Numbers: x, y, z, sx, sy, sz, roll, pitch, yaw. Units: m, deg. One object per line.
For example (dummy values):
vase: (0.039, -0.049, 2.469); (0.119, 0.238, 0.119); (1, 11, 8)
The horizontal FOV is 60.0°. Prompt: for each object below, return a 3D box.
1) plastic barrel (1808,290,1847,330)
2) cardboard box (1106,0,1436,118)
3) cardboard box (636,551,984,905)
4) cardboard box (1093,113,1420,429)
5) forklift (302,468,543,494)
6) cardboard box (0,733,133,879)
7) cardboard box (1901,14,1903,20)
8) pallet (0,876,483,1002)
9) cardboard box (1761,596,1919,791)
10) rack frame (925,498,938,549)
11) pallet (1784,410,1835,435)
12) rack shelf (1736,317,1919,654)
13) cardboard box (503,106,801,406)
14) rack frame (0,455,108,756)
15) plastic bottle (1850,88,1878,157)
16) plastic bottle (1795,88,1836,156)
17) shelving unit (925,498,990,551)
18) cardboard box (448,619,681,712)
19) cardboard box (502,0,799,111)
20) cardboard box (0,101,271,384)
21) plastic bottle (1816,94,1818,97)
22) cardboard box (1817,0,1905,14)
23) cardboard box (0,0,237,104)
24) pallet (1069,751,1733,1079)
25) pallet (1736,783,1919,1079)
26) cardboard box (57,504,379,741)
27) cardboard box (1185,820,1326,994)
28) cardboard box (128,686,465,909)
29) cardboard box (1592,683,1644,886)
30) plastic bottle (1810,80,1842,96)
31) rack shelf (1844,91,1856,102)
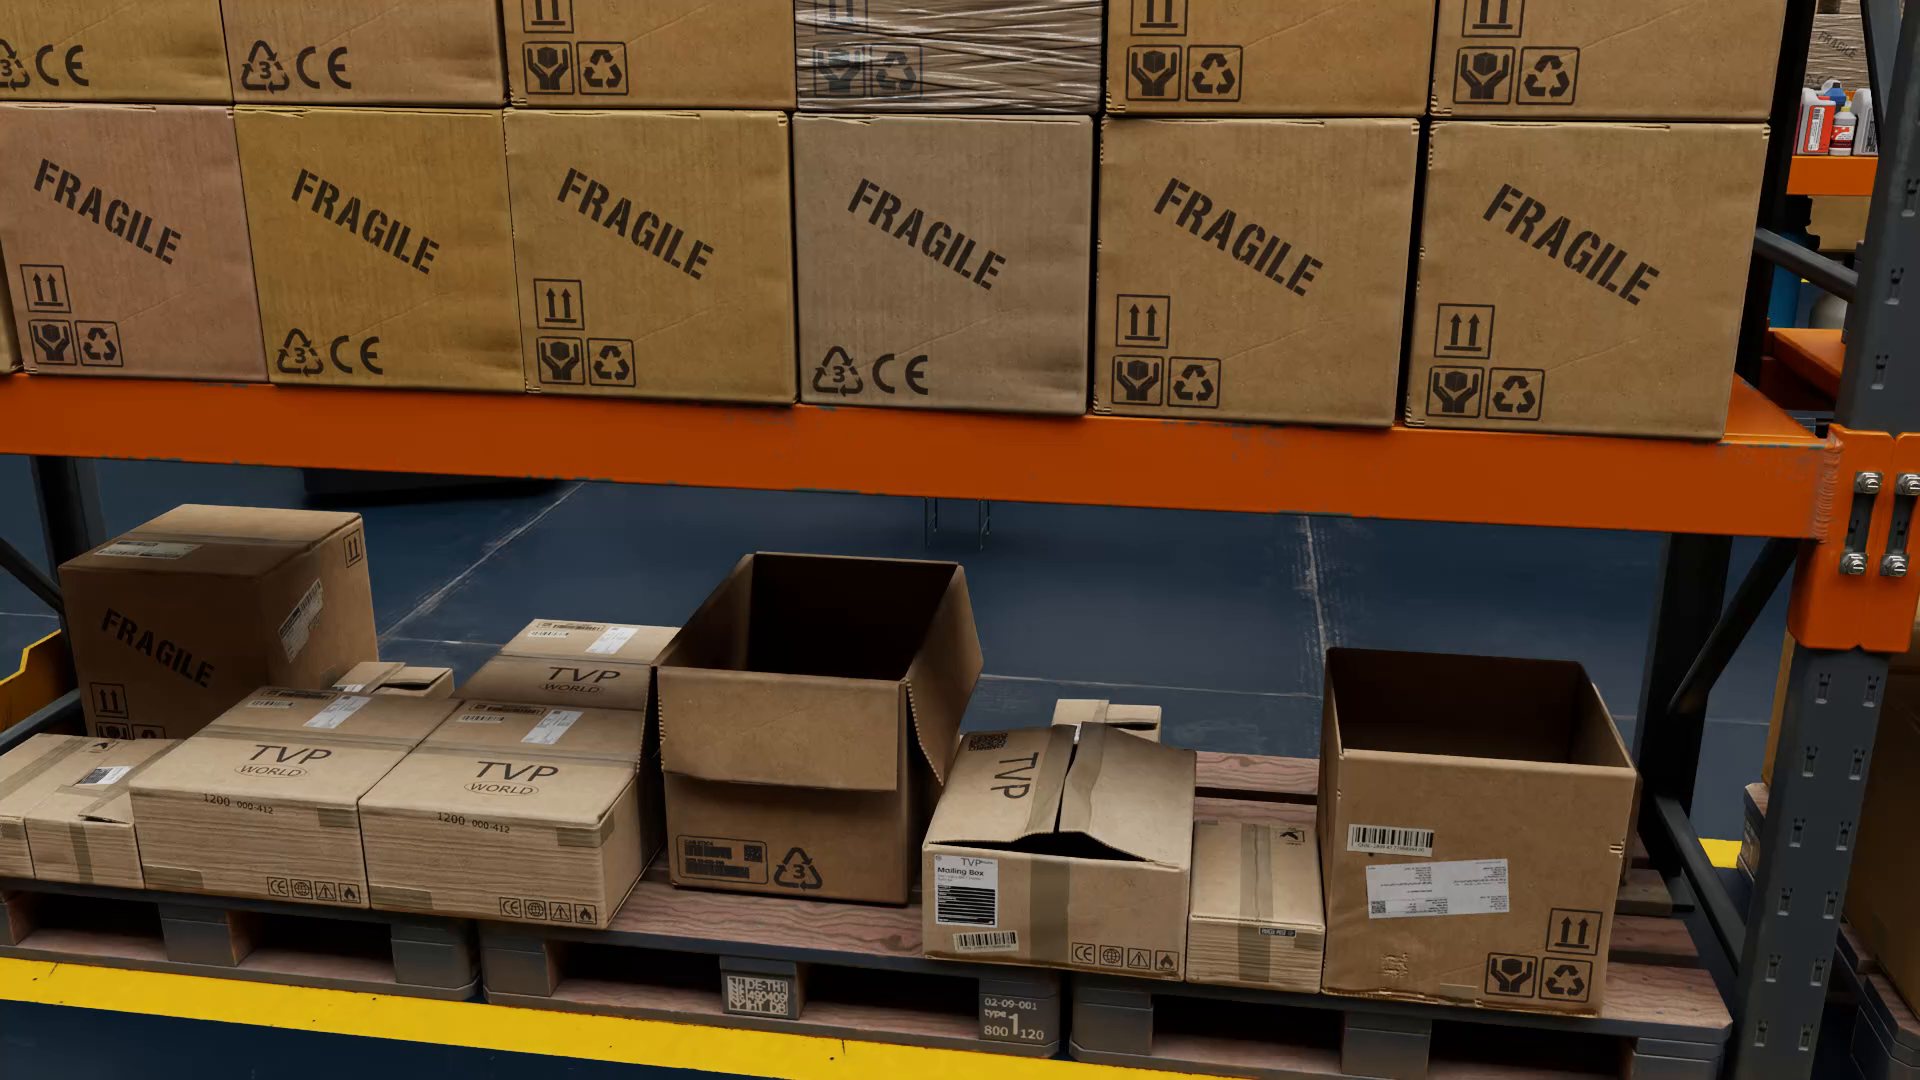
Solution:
plastic barrel: (4.128, -0.940, 7.644); (0.421, 0.512, 0.421); (0, 18, 0)
cardboard box: (0.515, -0.985, 2.785); (0.500, 0.500, 0.500); (3, 19, 8)
cardboard box: (-0.294, 0.388, 3.656); (0.637, 0.503, 0.797); (3, 19, 9)
cardboard box: (0.519, -0.512, 2.947); (0.500, 0.500, 0.500); (3, 19, 10)
forklift: (-2.481, -2.002, 7.667); (1.130, 2.935, 3.031); (-5, 19, -14)
cardboard box: (-2.028, 0.577, 3.651); (0.250, 0.149, 0.380); (3, 19, 9)
cardboard box: (6.560, -3.390, 11.551); (0.500, 0.500, 0.500); (4, 19, 10)
pallet: (-1.525, 0.671, 3.965); (1.213, 0.211, 1.003); (3, 19, 9)
cardboard box: (2.095, 0.418, 3.573); (0.500, 0.500, 0.500); (3, 19, 8)
rack frame: (-0.108, -0.432, 6.177); (0.006, 0.900, 0.240); (3, 19, 9)
pallet: (4.315, -0.611, 7.795); (1.213, 0.211, 1.003); (3, 19, 9)
rack shelf: (3.537, -0.052, 2.865); (4.000, 0.370, 1.077); (3, 19, 9)
cardboard box: (-0.492, -0.561, 3.096); (0.500, 0.500, 0.500); (3, 19, 9)
rack frame: (-2.387, -0.695, 3.653); (0.127, 3.000, 1.000); (3, 19, 9)
plastic bottle: (3.891, -1.786, 7.108); (0.135, 0.276, 0.152); (3, 19, 9)
plastic bottle: (3.662, -1.797, 7.143); (0.135, 0.276, 0.152); (3, 19, 9)
shelving unit: (-0.008, -0.427, 6.162); (0.210, 0.900, 0.258); (3, 19, 9)
cardboard box: (-0.878, 0.408, 3.998); (0.500, 0.250, 0.500); (3, 19, 9)
cardboard box: (-0.479, -1.036, 2.938); (0.500, 0.500, 0.500); (3, 19, 8)
cardboard box: (-1.481, -0.613, 3.251); (0.500, 0.500, 0.500); (3, 19, 8)
plastic bottle: (3.686, -1.845, 7.286); (0.135, 0.276, 0.152); (3, 19, 9)
cardboard box: (6.367, -3.961, 11.675); (0.637, 0.503, 0.797); (4, 19, 11)
cardboard box: (-1.474, -1.088, 3.094); (0.500, 0.500, 0.500); (3, 19, 9)
pallet: (0.884, 0.794, 3.598); (1.213, 0.211, 1.003); (3, 19, 9)
pallet: (2.371, 0.858, 3.407); (1.213, 0.211, 1.003); (3, 19, 9)
cardboard box: (-1.811, 0.232, 4.129); (0.500, 0.500, 0.500); (3, 19, 9)
cardboard box: (0.575, 0.710, 3.255); (0.250, 0.149, 0.380); (3, 19, 9)
cardboard box: (-1.402, 0.542, 3.597); (0.500, 0.250, 0.500); (3, 19, 9)
cardboard box: (1.182, 0.484, 3.674); (0.500, 0.311, 0.500); (3, 19, 9)
plastic bottle: (4.012, -2.006, 7.766); (0.135, 0.276, 0.152); (3, 19, 9)
rack shelf: (5.112, -3.155, 12.140); (4.000, 0.370, 1.077); (3, 19, 9)
